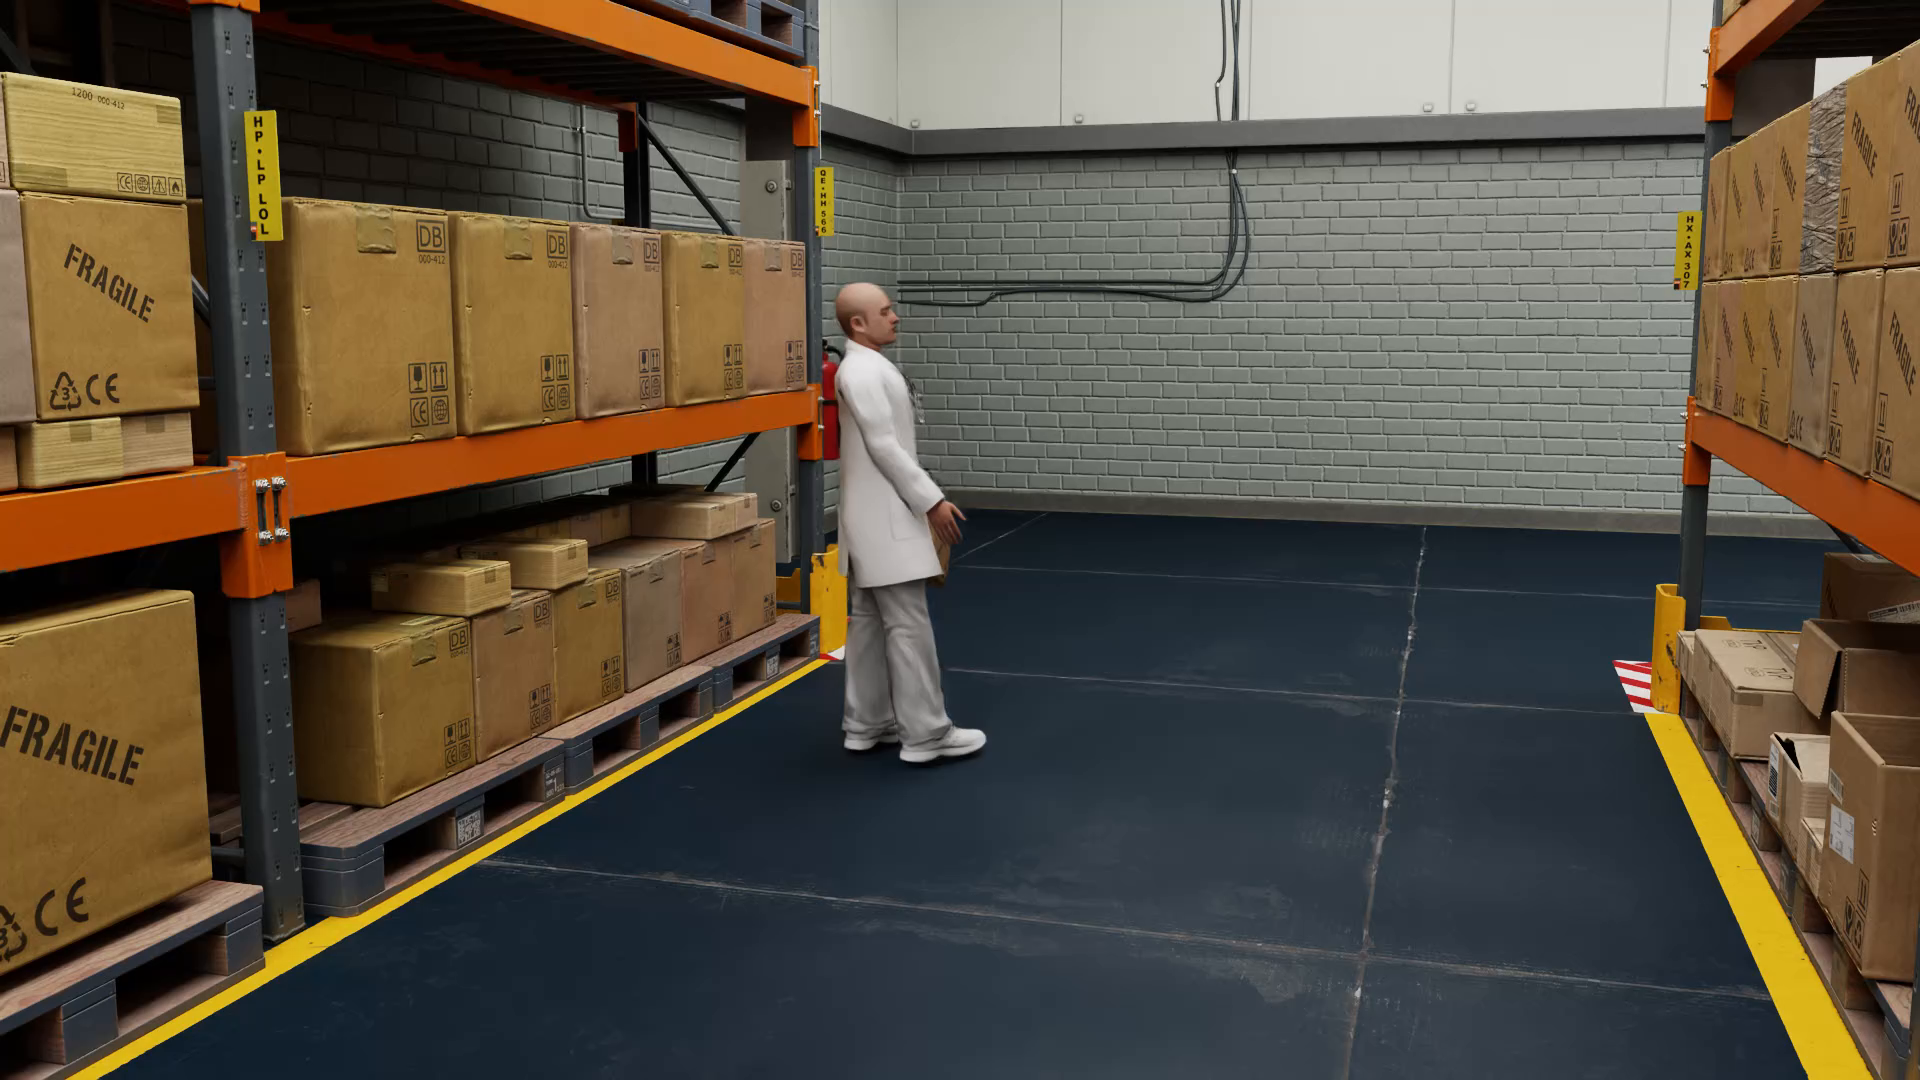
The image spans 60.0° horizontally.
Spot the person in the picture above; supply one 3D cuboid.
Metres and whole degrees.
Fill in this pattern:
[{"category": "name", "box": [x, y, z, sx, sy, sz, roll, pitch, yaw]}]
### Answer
[{"category": "person", "box": [-0.203, -0.075, 6.294, 0.577, 1.782, 0.580, -2, 8, -12]}]
